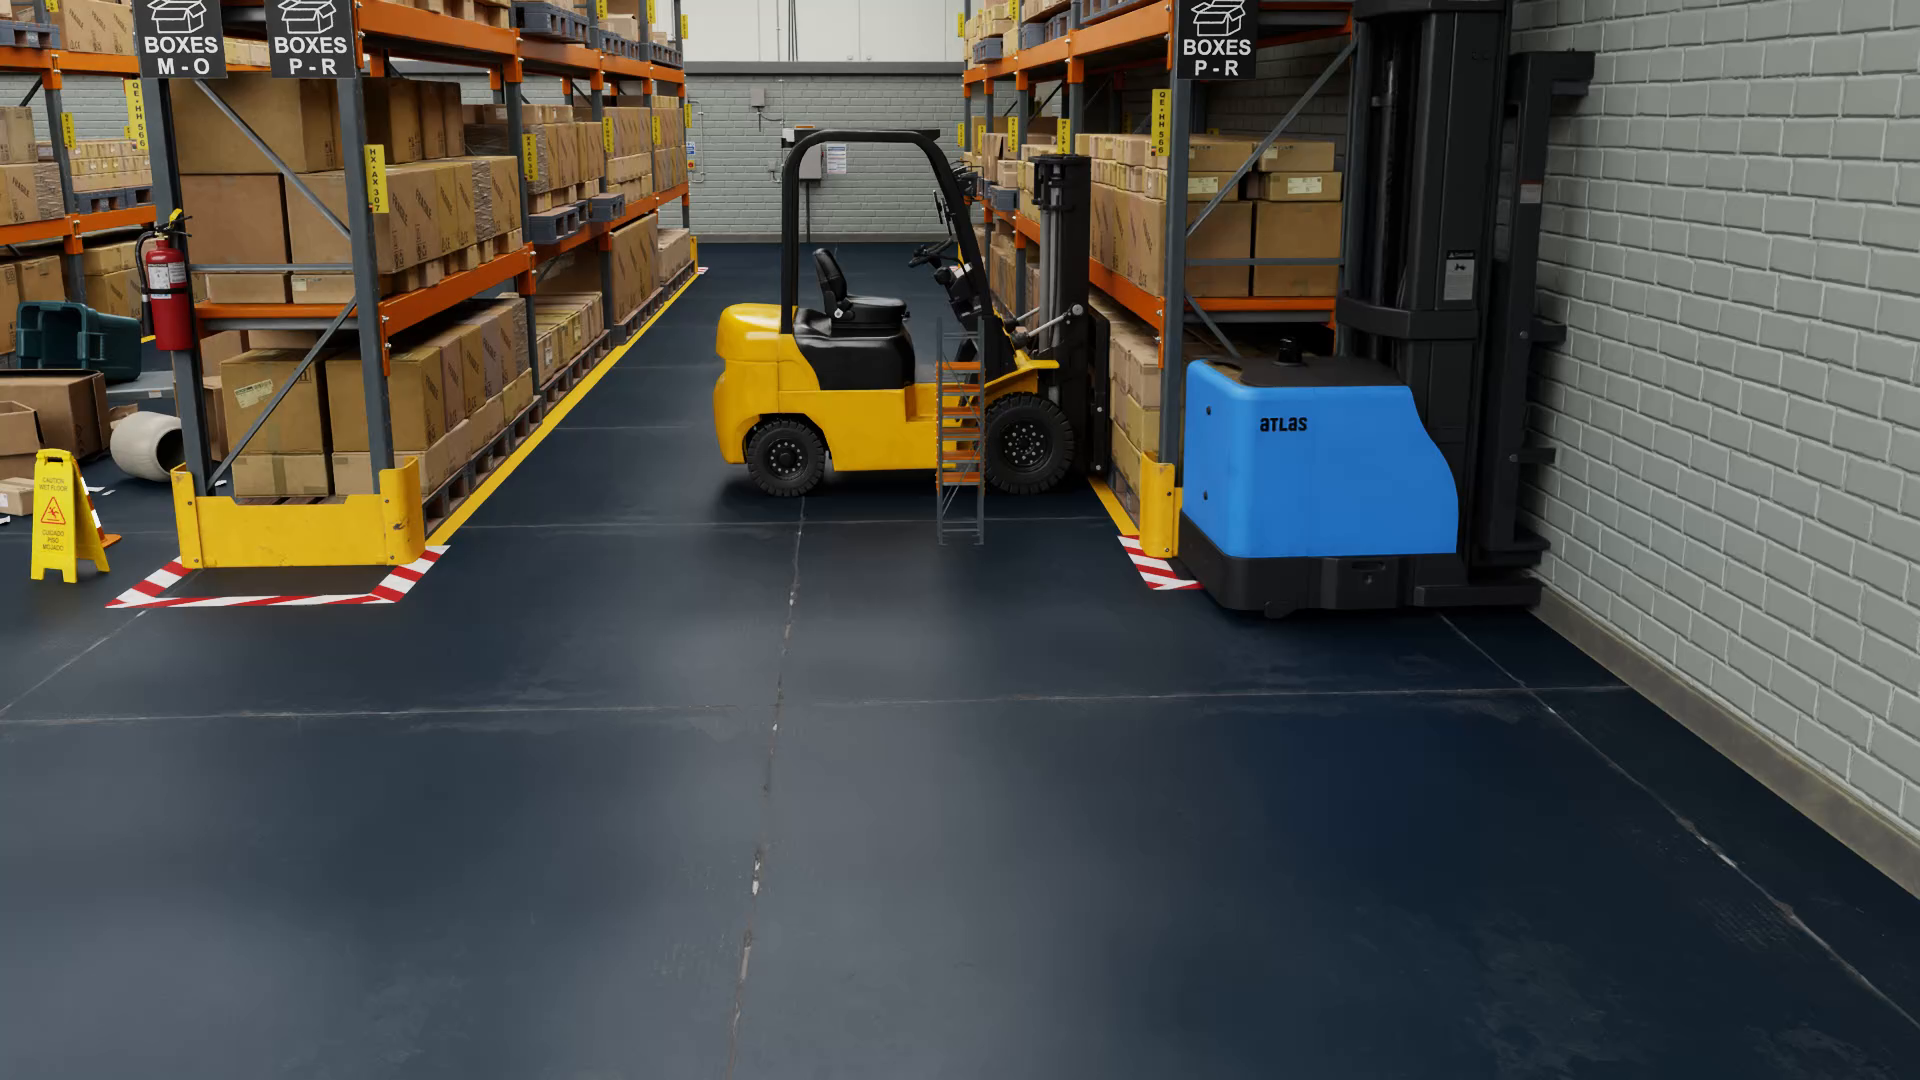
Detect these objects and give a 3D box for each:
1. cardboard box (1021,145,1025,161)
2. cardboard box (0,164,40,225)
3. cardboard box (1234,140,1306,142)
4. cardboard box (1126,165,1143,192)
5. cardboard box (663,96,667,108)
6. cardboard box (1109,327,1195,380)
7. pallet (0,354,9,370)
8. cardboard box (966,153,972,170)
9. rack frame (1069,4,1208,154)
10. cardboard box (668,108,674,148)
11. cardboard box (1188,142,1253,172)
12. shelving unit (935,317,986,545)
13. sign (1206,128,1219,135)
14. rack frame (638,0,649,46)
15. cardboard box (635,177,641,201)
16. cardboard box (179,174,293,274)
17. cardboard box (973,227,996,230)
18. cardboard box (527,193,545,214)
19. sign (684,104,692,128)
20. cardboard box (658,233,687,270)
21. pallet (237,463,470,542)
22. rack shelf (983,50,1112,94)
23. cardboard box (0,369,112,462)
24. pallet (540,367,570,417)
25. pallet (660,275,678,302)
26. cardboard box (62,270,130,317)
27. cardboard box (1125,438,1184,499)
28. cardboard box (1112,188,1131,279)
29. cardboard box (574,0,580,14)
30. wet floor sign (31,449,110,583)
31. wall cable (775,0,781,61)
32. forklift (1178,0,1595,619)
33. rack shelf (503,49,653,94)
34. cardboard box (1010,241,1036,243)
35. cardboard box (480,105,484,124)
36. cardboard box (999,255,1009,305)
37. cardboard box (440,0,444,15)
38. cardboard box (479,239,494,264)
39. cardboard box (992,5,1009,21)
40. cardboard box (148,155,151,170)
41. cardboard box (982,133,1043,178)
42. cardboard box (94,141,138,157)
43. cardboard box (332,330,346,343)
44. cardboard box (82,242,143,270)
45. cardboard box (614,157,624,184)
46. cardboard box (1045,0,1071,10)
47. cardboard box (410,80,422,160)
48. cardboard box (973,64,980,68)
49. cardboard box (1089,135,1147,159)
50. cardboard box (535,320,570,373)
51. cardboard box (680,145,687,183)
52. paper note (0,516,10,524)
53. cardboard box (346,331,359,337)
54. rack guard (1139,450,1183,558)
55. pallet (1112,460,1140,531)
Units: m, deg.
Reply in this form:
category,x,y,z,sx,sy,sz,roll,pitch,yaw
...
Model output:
category,x,y,z,sx,sy,sz,roll,pitch,yaw
cardboard box,0.782,-3.686,15.830,0.380,0.149,0.250,0,14,-2
cardboard box,-8.506,-3.044,14.639,0.500,0.500,0.500,-1,14,-3
cardboard box,1.732,-2.142,9.232,0.380,0.149,0.250,-1,14,-2
cardboard box,1.183,-2.118,9.736,0.380,0.149,0.250,-1,14,-5
cardboard box,-3.981,-5.633,21.390,0.380,0.149,0.250,-1,14,-3
cardboard box,1.134,-1.135,10.088,0.500,0.250,0.500,-1,14,-3
pallet,-8.786,-1.378,13.957,1.003,0.211,1.213,-1,14,-3
cardboard box,0.352,-5.226,23.021,0.500,0.250,0.500,-1,14,-3
rack frame,1.304,-2.412,12.382,1.000,3.000,0.127,-1,14,-3
cardboard box,-4.007,-5.358,21.623,0.500,0.500,0.500,-1,14,-4
cardboard box,1.320,-2.010,8.719,0.380,0.149,0.250,-1,14,-3
shelving unit,0.001,-0.577,8.863,0.258,1.200,0.189,-1,14,-3
sign,1.858,-2.879,12.299,0.100,0.325,0.005,-1,14,-3
rack frame,-4.145,-7.230,19.066,1.000,3.000,0.127,-1,14,-3
cardboard box,-3.823,-3.892,18.433,0.500,0.250,0.500,-1,14,-5
cardboard box,-3.710,-1.663,8.673,0.500,0.500,0.500,-1,14,-4
cardboard box,0.518,-4.023,22.815,0.700,0.500,0.500,0,14,-1
cardboard box,-3.368,-2.559,12.613,0.380,0.149,0.250,-1,14,-3
sign,-3.851,-6.000,23.525,0.100,0.325,0.005,-1,14,-3
cardboard box,-4.187,-3.892,22.431,0.875,0.438,0.875,0,14,-2
pallet,-3.422,-0.211,9.423,1.003,0.211,1.213,-1,14,-3
rack shelf,0.933,-5.009,17.898,1.077,0.370,4.000,-1,14,-3
cardboard box,-6.104,-0.827,10.958,0.797,0.637,0.503,-1,14,-3
pallet,-3.699,-1.178,13.181,1.003,0.211,1.213,-1,14,-3
pallet,-4.114,-3.164,20.901,1.003,0.211,1.213,-1,14,-3
cardboard box,-8.621,-2.401,16.511,0.500,0.500,0.500,-2,15,-6
cardboard box,1.208,-0.401,9.241,0.500,0.250,0.500,-1,14,-3
cardboard box,1.205,-1.841,9.961,0.500,0.500,0.500,-1,14,-4
cardboard box,-4.148,-5.277,16.454,0.700,0.500,0.500,-2,15,-6
wet floor sign,-4.458,-0.136,8.260,0.267,0.644,0.232,4,15,16
wall cable,-4.276,-9.646,28.456,2.355,3.000,0.029,-1,14,-3
forklift,2.651,-1.197,7.795,3.031,2.935,1.130,-1,14,-6
rack shelf,-4.021,-4.931,17.596,1.077,0.370,4.000,-1,14,-3
cardboard box,0.755,-3.225,18.413,0.380,0.149,0.250,-1,14,-3
cardboard box,-4.000,-3.395,13.260,0.380,0.149,0.250,-2,15,-6
cardboard box,0.709,-2.885,18.395,0.500,0.500,0.500,-1,14,-5
cardboard box,-3.239,-3.145,9.713,0.380,0.149,0.250,-1,14,-5
cardboard box,-3.259,-1.885,10.838,0.380,0.149,0.250,-1,14,-4
cardboard box,0.543,-5.666,17.871,0.380,0.149,0.250,-1,14,-3
cardboard box,-8.772,-4.025,17.714,0.380,0.149,0.250,-1,14,-3
cardboard box,0.615,-4.530,19.569,0.700,0.500,0.500,-1,14,-2
cardboard box,-8.750,-4.043,17.186,0.380,0.149,0.250,0,14,-2
cardboard box,-3.814,-1.237,9.683,0.380,0.149,0.250,-1,14,-3
cardboard box,-8.664,-2.885,16.889,0.500,0.250,0.500,-1,14,-4
cardboard box,-3.713,-3.757,16.908,0.500,0.250,0.500,-1,14,-2
cardboard box,0.969,-4.441,13.382,0.500,0.311,0.500,-1,14,-5
cardboard box,-3.825,-2.646,10.486,0.700,0.500,0.500,-1,14,-5
cardboard box,0.367,-6.200,21.589,0.380,0.149,0.250,-1,14,-2
cardboard box,1.073,-2.643,11.178,0.380,0.149,0.250,-1,14,-2
cardboard box,-3.733,-1.575,13.557,0.950,0.372,0.625,0,14,0
cardboard box,-4.099,-5.252,23.217,0.500,0.500,0.500,-1,14,-3
paper note,-5.447,-0.106,9.379,0.148,0.019,0.142,-6,16,-23
cardboard box,-3.772,-1.025,10.163,0.500,0.500,0.500,-1,14,-5
rack guard,1.554,-0.201,8.804,1.175,0.500,0.348,-1,14,-3
pallet,1.463,-0.257,9.600,1.003,0.211,1.213,-1,14,-3
